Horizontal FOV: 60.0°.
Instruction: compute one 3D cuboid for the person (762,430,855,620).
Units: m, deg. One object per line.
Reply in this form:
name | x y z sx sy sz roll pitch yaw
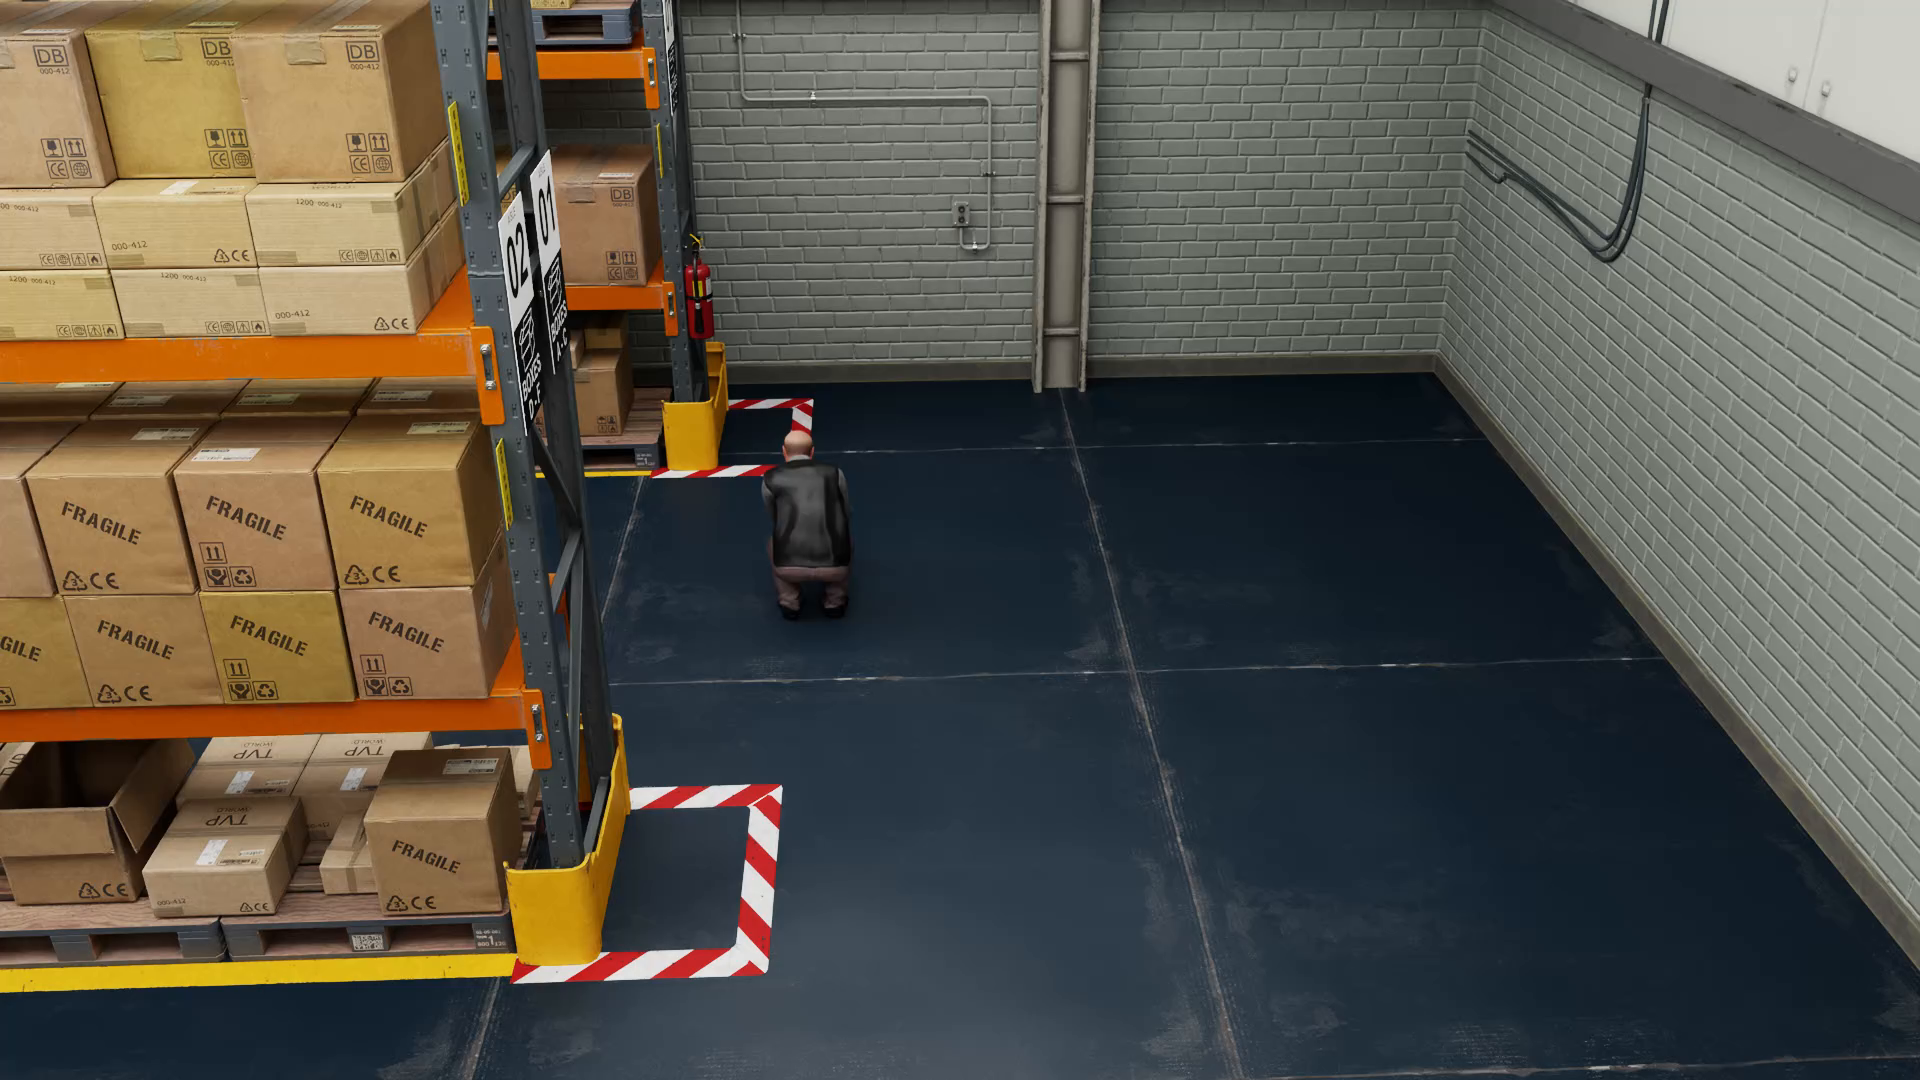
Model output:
person | -0.877 -0.088 9.650 0.529 0.969 0.857 -1 27 -3
